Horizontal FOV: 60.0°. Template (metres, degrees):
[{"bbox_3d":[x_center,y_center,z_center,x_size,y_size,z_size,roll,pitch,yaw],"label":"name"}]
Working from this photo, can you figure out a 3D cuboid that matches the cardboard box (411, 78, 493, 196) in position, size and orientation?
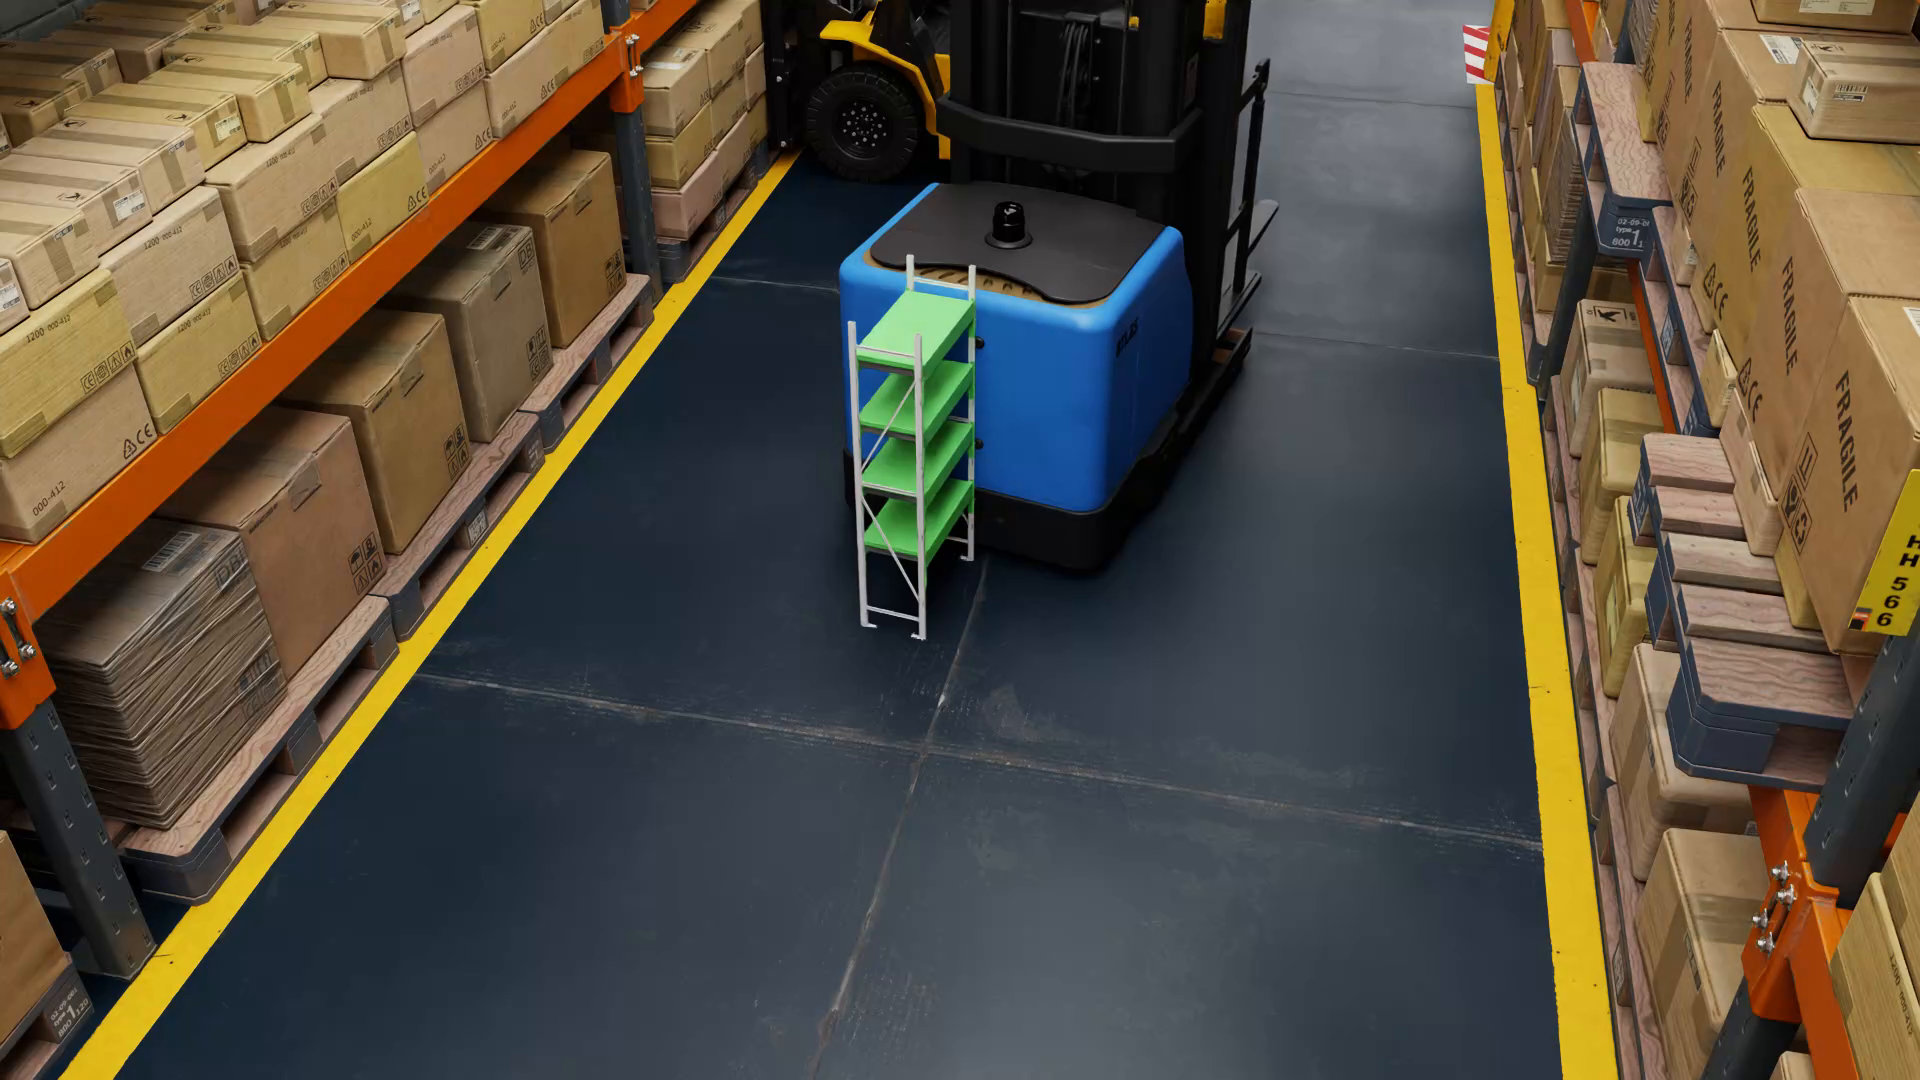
[{"bbox_3d":[-1.987,-1.436,5.803,0.500,0.250,0.500,8,37,10],"label":"cardboard box"}]

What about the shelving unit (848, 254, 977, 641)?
[{"bbox_3d":[-0.147,-0.298,5.639,0.258,1.200,0.503,12,38,16],"label":"shelving unit"}]

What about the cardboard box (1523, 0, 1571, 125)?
[{"bbox_3d":[3.138,-2.393,8.342,0.500,0.500,0.500,8,37,11],"label":"cardboard box"}]

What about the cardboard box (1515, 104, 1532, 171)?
[{"bbox_3d":[3.145,-2.084,8.555,0.500,0.250,0.500,10,37,13],"label":"cardboard box"}]

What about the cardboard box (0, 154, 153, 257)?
[{"bbox_3d":[-2.310,-0.848,4.226,0.380,0.149,0.250,8,37,11],"label":"cardboard box"}]

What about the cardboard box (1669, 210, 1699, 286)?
[{"bbox_3d":[2.221,-0.815,4.675,0.380,0.149,0.250,9,37,12],"label":"cardboard box"}]

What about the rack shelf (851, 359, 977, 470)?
[{"bbox_3d":[-0.147,-0.441,5.536,0.258,0.148,0.480,12,38,16],"label":"rack shelf"}]

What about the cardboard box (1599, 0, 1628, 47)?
[{"bbox_3d":[2.805,-2.215,6.411,0.500,0.500,0.500,6,36,9],"label":"cardboard box"}]

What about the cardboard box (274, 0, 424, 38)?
[{"bbox_3d":[-1.997,-1.731,5.445,0.380,0.149,0.250,8,37,10],"label":"cardboard box"}]

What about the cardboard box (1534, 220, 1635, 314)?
[{"bbox_3d":[2.817,-1.197,7.331,0.500,0.250,0.500,9,37,12],"label":"cardboard box"}]

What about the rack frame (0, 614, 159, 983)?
[{"bbox_3d":[-2.751,-0.095,3.825,1.000,3.000,0.127,7,37,10],"label":"rack frame"}]

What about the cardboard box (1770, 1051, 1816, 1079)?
[{"bbox_3d":[1.870,1.601,2.938,0.875,0.875,0.875,7,37,10],"label":"cardboard box"}]

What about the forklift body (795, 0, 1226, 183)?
[{"bbox_3d":[0.335,-3.022,8.587,2.313,2.155,1.214,7,37,10],"label":"forklift body"}]

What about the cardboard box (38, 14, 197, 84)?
[{"bbox_3d":[-2.570,-1.493,5.115,0.380,0.149,0.250,8,37,11],"label":"cardboard box"}]

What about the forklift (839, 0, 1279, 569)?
[{"bbox_3d":[0.631,-1.940,6.430,1.130,2.935,3.031,15,39,20],"label":"forklift"}]

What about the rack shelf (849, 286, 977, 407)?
[{"bbox_3d":[-0.147,-0.635,5.395,0.258,0.148,0.480,12,38,16],"label":"rack shelf"}]

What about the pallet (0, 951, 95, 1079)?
[{"bbox_3d":[-2.947,1.457,4.059,1.003,0.211,1.213,7,37,10],"label":"pallet"}]

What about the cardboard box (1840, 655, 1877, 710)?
[{"bbox_3d":[1.939,0.239,3.220,0.380,0.149,0.250,9,37,12],"label":"cardboard box"}]

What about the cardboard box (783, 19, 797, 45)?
[{"bbox_3d":[-1.159,-2.751,9.049,0.500,0.250,0.500,7,37,10],"label":"cardboard box"}]

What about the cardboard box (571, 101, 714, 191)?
[{"bbox_3d":[-1.492,-1.886,7.855,0.500,0.250,0.500,7,37,10],"label":"cardboard box"}]

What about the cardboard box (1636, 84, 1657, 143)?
[{"bbox_3d":[2.465,-1.417,5.506,0.380,0.149,0.250,8,37,11],"label":"cardboard box"}]

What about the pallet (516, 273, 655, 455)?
[{"bbox_3d":[-2.016,-0.832,7.218,1.003,0.211,1.213,7,37,10],"label":"pallet"}]

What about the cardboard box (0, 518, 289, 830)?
[{"bbox_3d":[-2.604,0.341,4.890,0.875,0.625,0.625,8,37,11],"label":"cardboard box"}]

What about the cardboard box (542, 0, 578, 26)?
[{"bbox_3d":[-1.752,-2.216,6.454,0.500,0.250,0.500,7,36,9],"label":"cardboard box"}]

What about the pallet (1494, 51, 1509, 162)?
[{"bbox_3d":[3.583,-2.427,9.419,1.003,0.211,1.213,7,37,10],"label":"pallet"}]

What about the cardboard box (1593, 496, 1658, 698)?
[{"bbox_3d":[2.547,0.238,5.247,0.950,0.372,0.625,8,37,12],"label":"cardboard box"}]

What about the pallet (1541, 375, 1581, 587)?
[{"bbox_3d":[2.788,-0.193,6.336,1.003,0.211,1.213,7,37,10],"label":"pallet"}]

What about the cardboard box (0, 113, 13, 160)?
[{"bbox_3d":[-2.833,-1.064,4.524,0.380,0.149,0.250,7,36,9],"label":"cardboard box"}]

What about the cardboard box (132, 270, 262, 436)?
[{"bbox_3d":[-2.305,-0.546,4.575,0.500,0.250,0.500,7,36,9],"label":"cardboard box"}]

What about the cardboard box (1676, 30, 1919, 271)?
[{"bbox_3d":[2.248,-1.001,4.379,0.500,0.500,0.500,6,36,8],"label":"cardboard box"}]

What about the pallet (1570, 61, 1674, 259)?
[{"bbox_3d":[2.648,-1.271,5.610,1.003,0.211,1.213,7,37,10],"label":"pallet"}]

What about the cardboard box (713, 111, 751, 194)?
[{"bbox_3d":[-1.376,-1.974,8.403,0.500,0.250,0.500,7,36,9],"label":"cardboard box"}]

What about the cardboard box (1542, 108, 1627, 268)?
[{"bbox_3d":[2.818,-1.501,7.112,0.500,0.500,0.500,7,36,9],"label":"cardboard box"}]

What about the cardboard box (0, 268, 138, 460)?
[{"bbox_3d":[-2.393,-0.457,4.027,0.500,0.250,0.500,7,37,10],"label":"cardboard box"}]

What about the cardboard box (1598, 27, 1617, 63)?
[{"bbox_3d":[2.724,-1.889,6.514,0.380,0.149,0.250,7,37,9],"label":"cardboard box"}]

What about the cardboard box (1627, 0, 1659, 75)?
[{"bbox_3d":[2.573,-1.866,5.572,0.500,0.500,0.500,8,37,11],"label":"cardboard box"}]

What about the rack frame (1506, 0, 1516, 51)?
[{"bbox_3d":[3.808,-4.061,9.298,1.000,3.000,0.127,7,37,10],"label":"rack frame"}]

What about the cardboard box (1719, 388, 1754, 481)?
[{"bbox_3d":[1.997,-0.217,3.849,0.380,0.149,0.250,6,36,8],"label":"cardboard box"}]

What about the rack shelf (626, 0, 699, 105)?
[{"bbox_3d":[-1.469,-3.244,8.782,1.077,0.370,4.000,7,37,10],"label":"rack shelf"}]

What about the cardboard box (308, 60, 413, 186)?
[{"bbox_3d":[-2.096,-1.341,5.246,0.500,0.250,0.500,8,37,11],"label":"cardboard box"}]

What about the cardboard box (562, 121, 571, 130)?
[{"bbox_3d":[-1.980,-2.156,7.802,0.500,0.250,0.500,8,37,11],"label":"cardboard box"}]

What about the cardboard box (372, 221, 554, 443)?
[{"bbox_3d":[-2.170,-0.852,6.536,0.875,0.625,0.625,7,37,9],"label":"cardboard box"}]

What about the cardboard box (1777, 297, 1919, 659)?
[{"bbox_3d":[1.924,-0.101,3.137,0.500,0.500,0.500,6,36,9],"label":"cardboard box"}]

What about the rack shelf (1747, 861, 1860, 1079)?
[{"bbox_3d":[1.672,1.963,1.599,1.077,0.370,4.000,7,37,10],"label":"rack shelf"}]

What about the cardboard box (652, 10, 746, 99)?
[{"bbox_3d":[-1.368,-2.380,8.110,0.500,0.250,0.500,7,37,10],"label":"cardboard box"}]

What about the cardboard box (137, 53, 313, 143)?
[{"bbox_3d":[-2.130,-1.285,4.829,0.380,0.149,0.250,8,37,11],"label":"cardboard box"}]
